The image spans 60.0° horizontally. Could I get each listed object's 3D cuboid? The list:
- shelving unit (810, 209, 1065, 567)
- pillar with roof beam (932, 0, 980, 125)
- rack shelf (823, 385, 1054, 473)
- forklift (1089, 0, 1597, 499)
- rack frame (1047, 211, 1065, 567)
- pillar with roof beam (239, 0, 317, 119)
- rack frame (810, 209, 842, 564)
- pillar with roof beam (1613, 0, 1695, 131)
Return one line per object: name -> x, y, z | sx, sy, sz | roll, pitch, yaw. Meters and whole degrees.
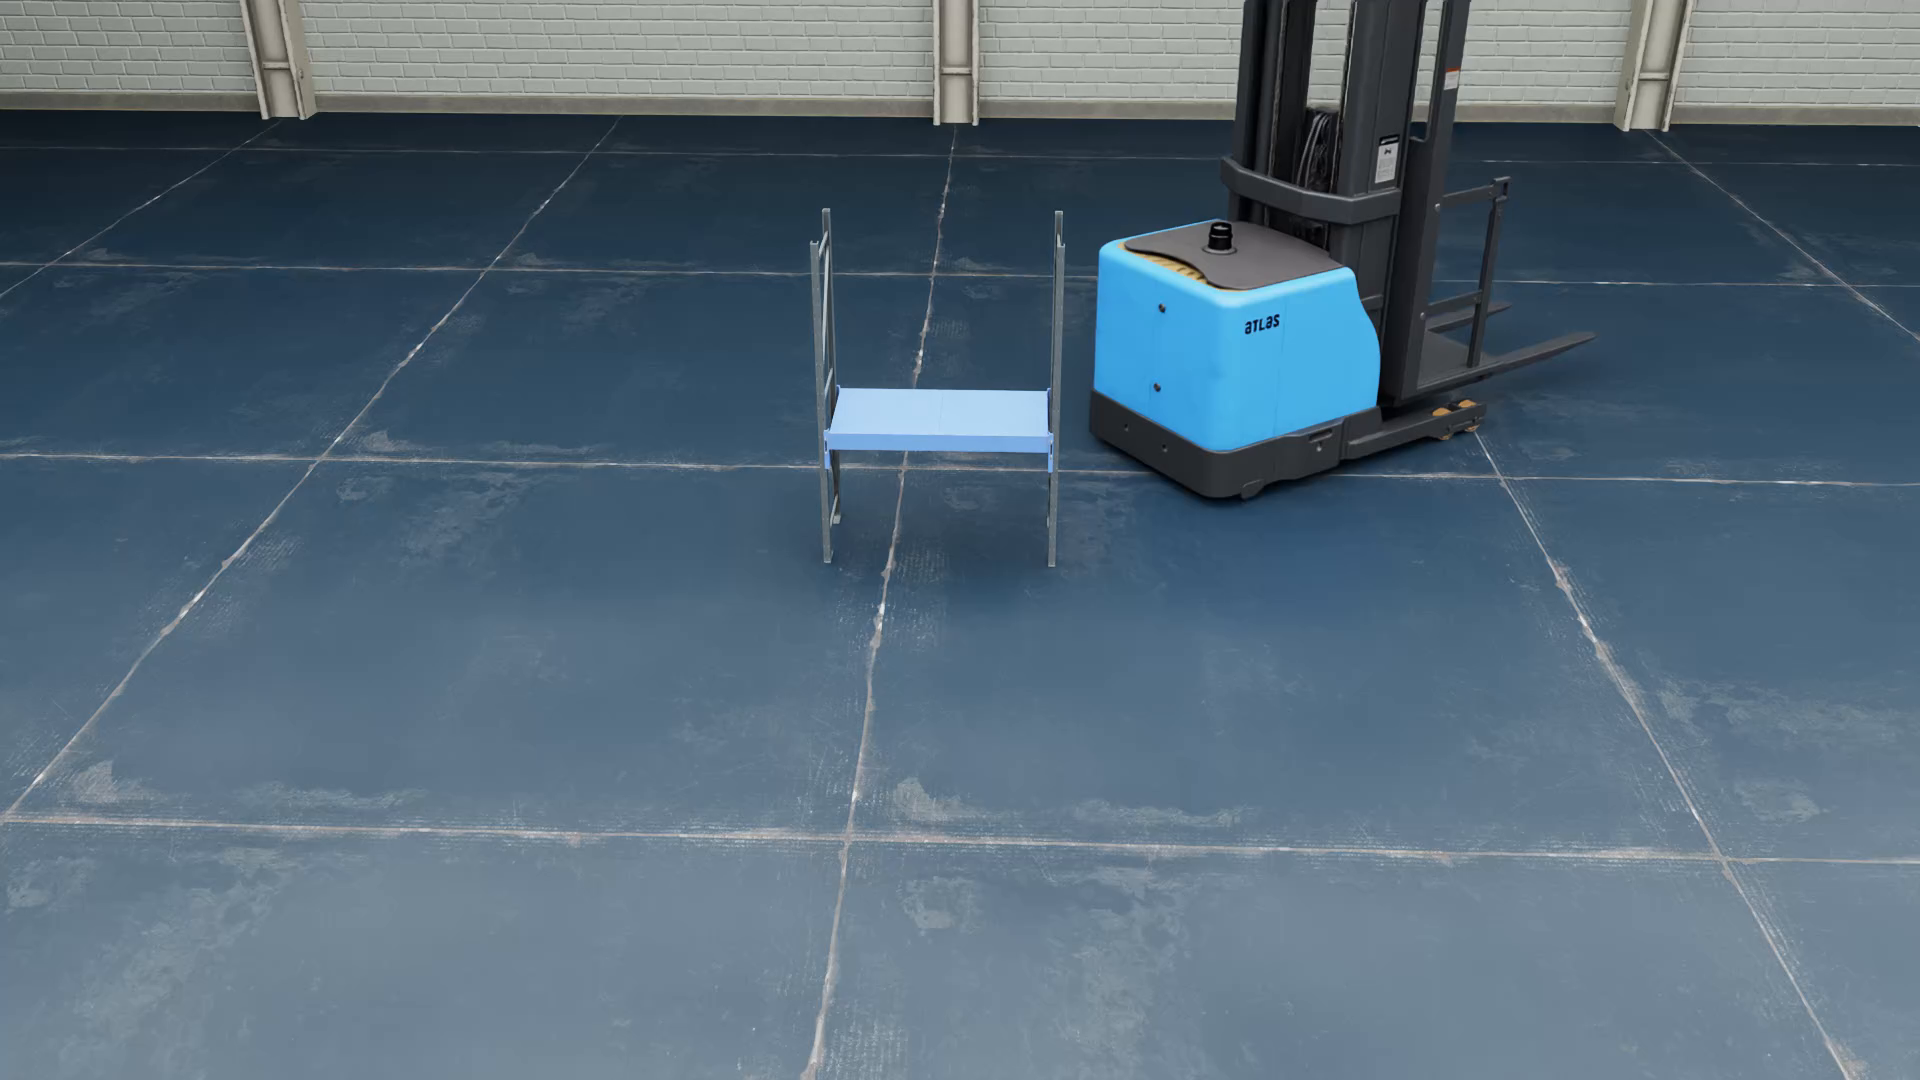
shelving unit -> -0.085, -0.664, 7.401 | 1.048, 1.500, 0.538 | 1, 28, 2
pillar with roof beam -> -0.183, -5.686, 8.869 | 0.400, 9.000, 9.100 | 1, 28, 2
rack shelf -> -0.085, -0.505, 7.486 | 1.000, 0.185, 0.538 | 1, 28, 2
forklift -> 2.187, -2.008, 8.408 | 3.031, 2.935, 1.130 | -17, 32, -29
rack frame -> 0.423, -0.656, 7.386 | 0.032, 1.500, 0.500 | 1, 28, 2
pillar with roof beam -> -6.179, -5.785, 9.056 | 0.400, 9.000, 9.100 | 1, 28, 2
rack frame -> -0.593, -0.672, 7.417 | 0.032, 1.500, 0.500 | 1, 28, 2
pillar with roof beam -> 5.813, -5.587, 8.682 | 0.400, 9.000, 9.100 | 1, 28, 2
